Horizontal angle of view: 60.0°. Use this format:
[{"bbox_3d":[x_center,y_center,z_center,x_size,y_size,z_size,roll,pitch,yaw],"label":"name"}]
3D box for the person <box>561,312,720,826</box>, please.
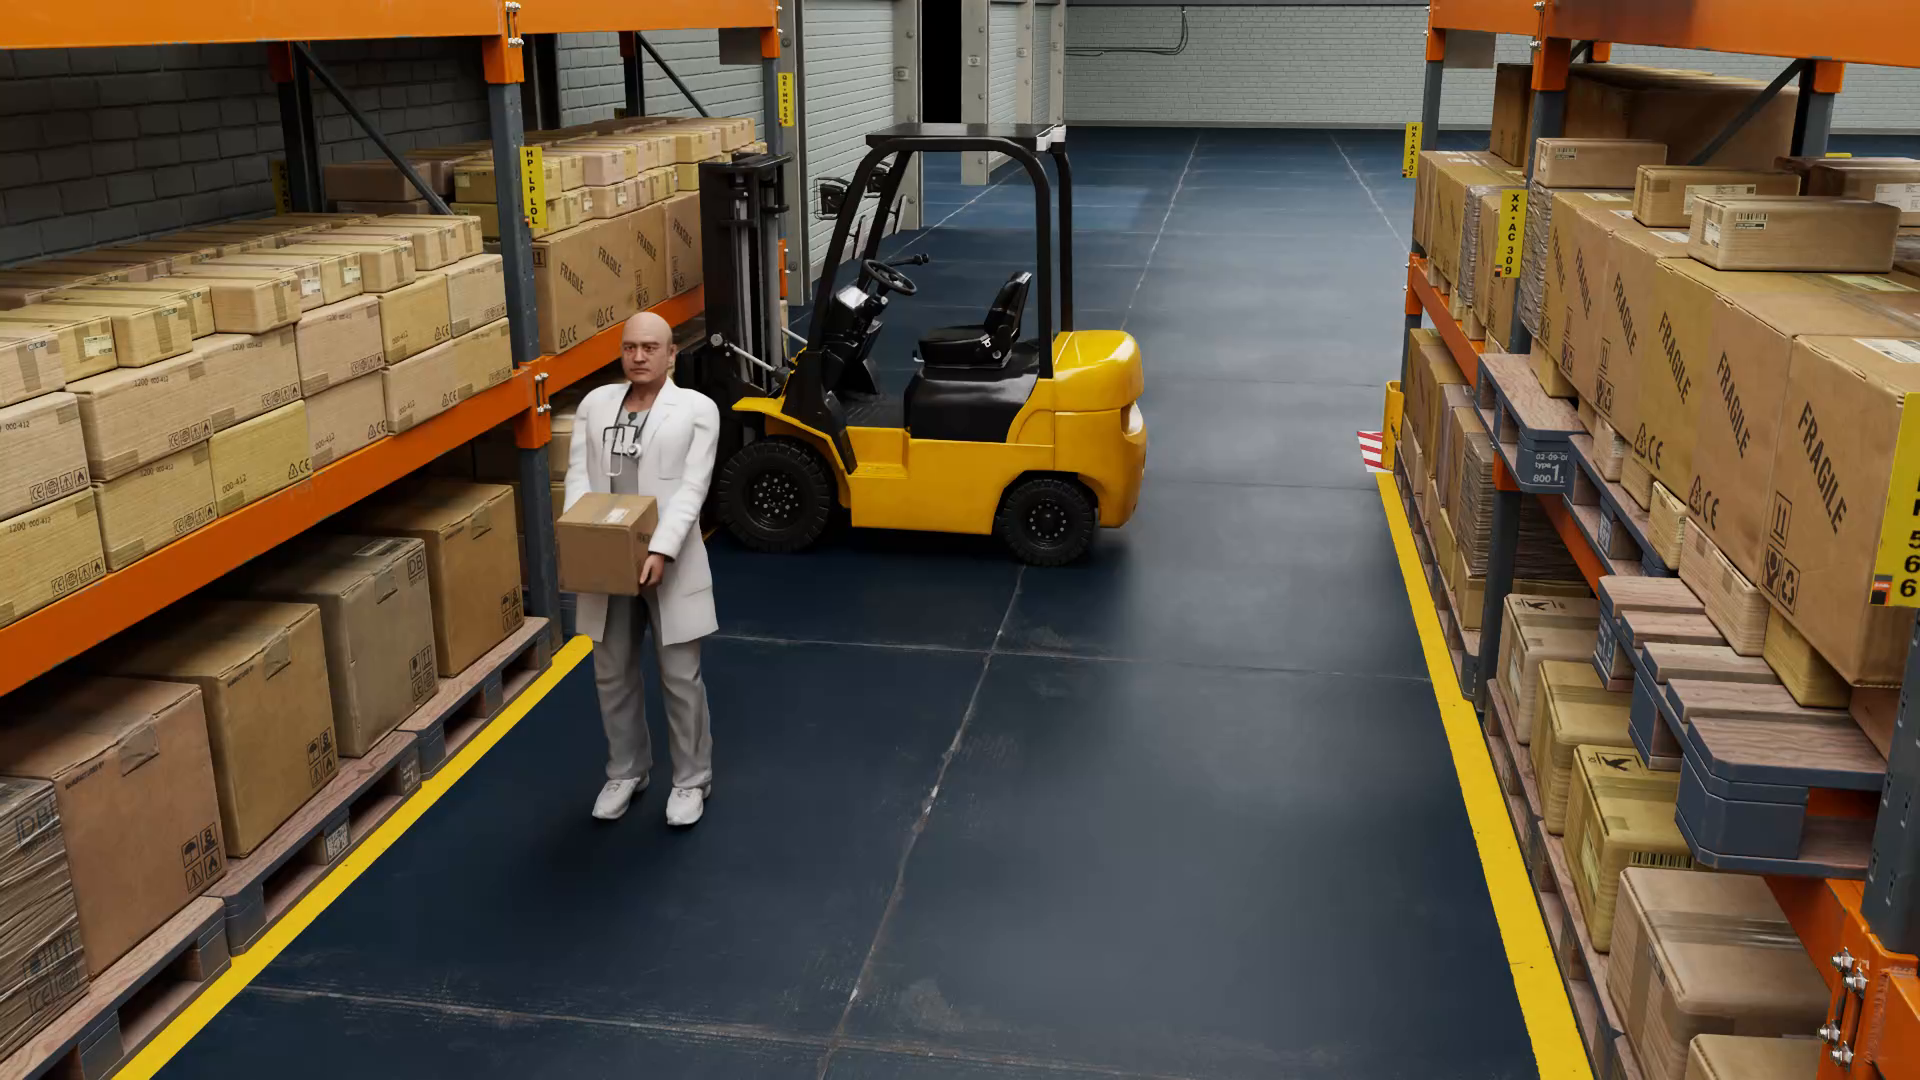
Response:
[{"bbox_3d":[-1.100,0.132,5.672,0.529,1.770,0.555,3,18,10],"label":"person"}]
